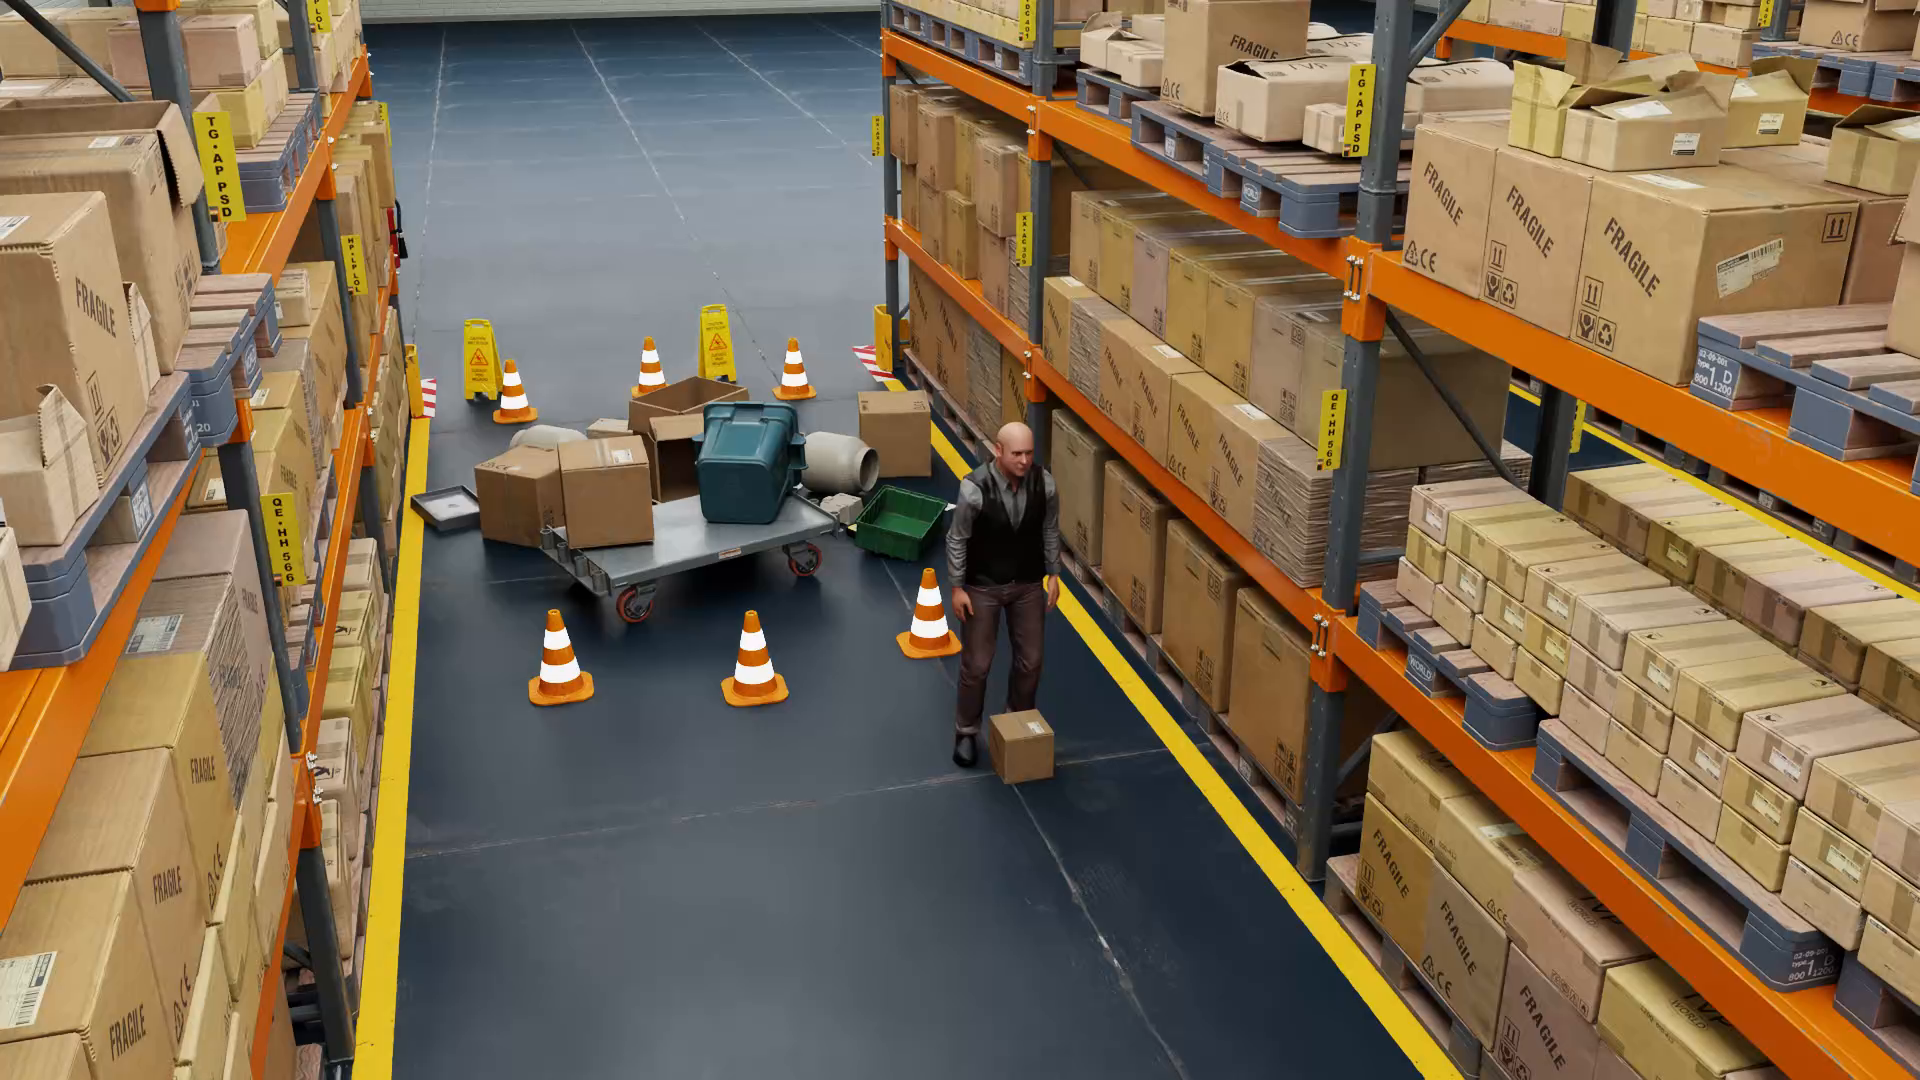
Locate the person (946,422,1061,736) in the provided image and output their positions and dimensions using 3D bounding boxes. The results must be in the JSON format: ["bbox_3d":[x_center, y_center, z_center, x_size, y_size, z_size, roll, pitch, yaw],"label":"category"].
[{"bbox_3d":[0.211,0.245,8.100,0.583,1.562,0.412,-8,24,-18],"label":"person"}]
